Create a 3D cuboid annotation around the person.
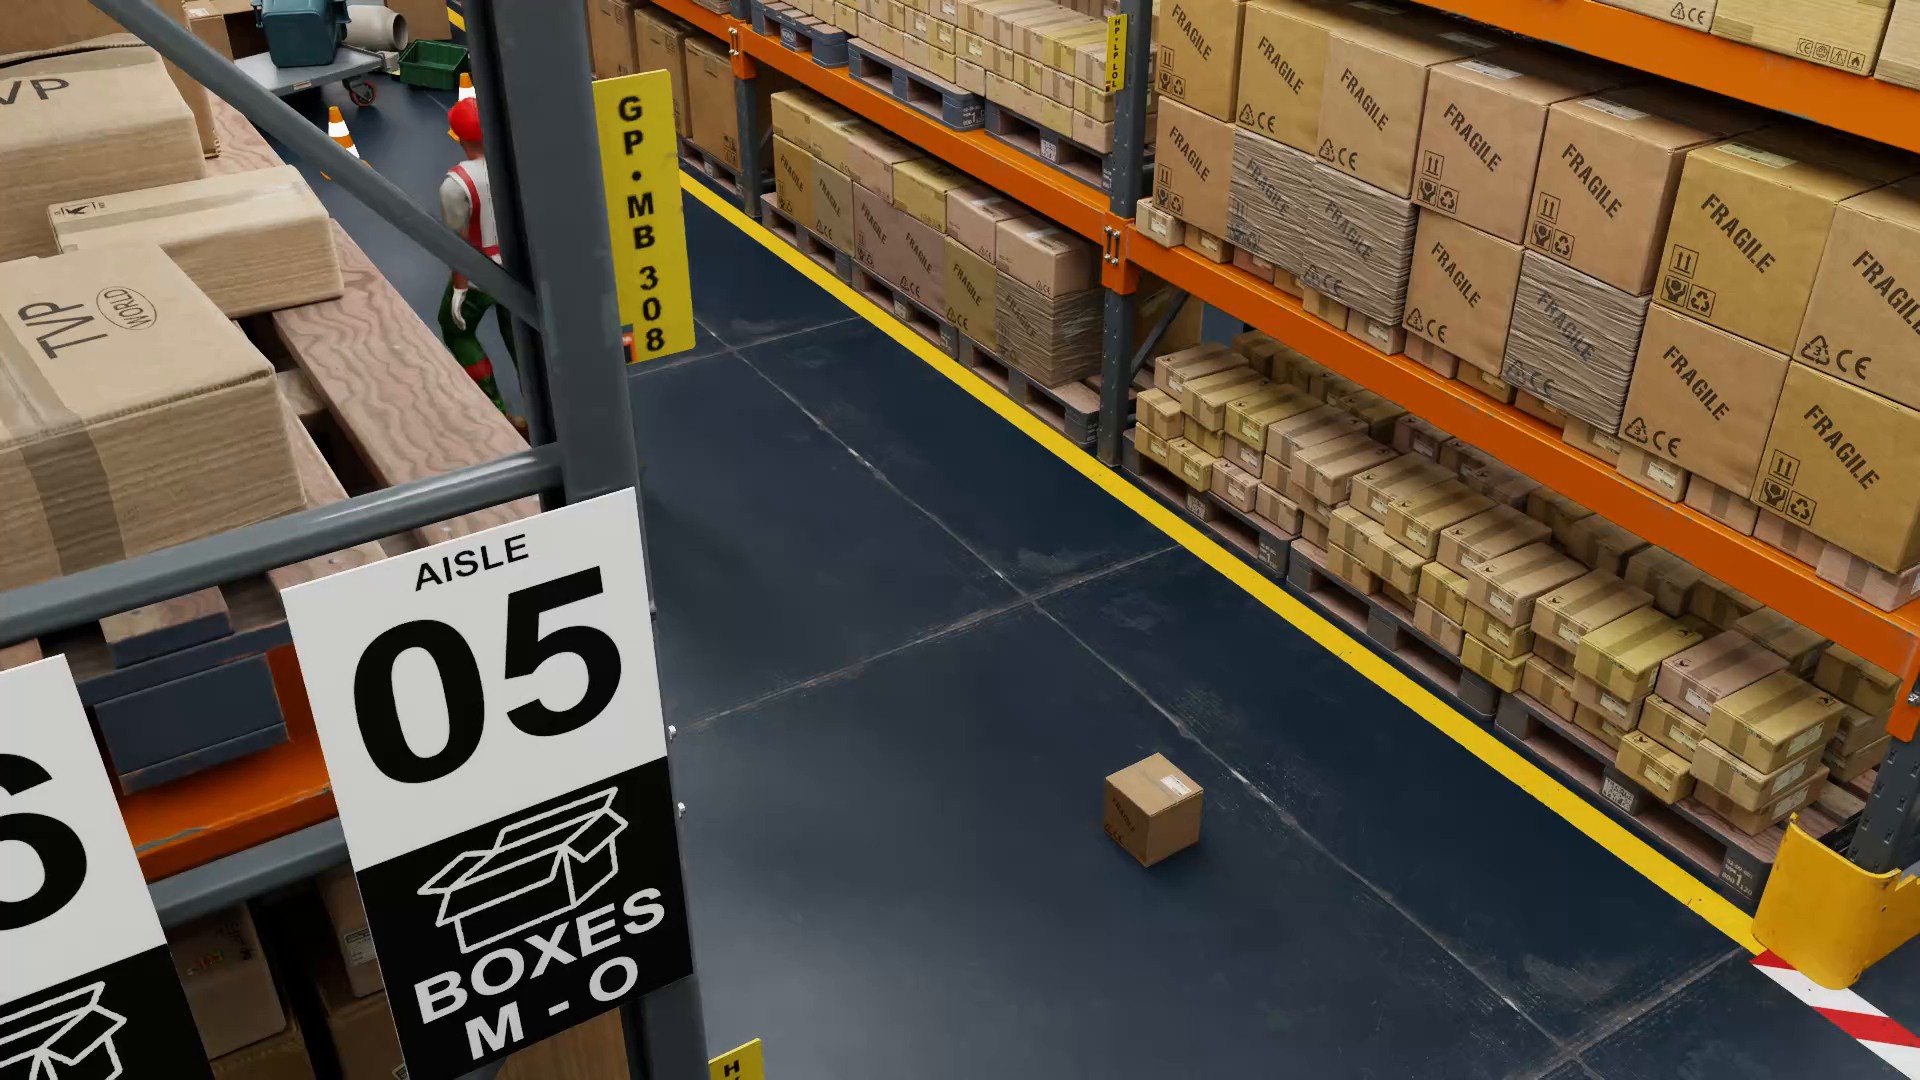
[{"bbox_3d":[-2.307,-1.285,8.149,0.501,1.833,0.589,28,42,36],"label":"person"}]
